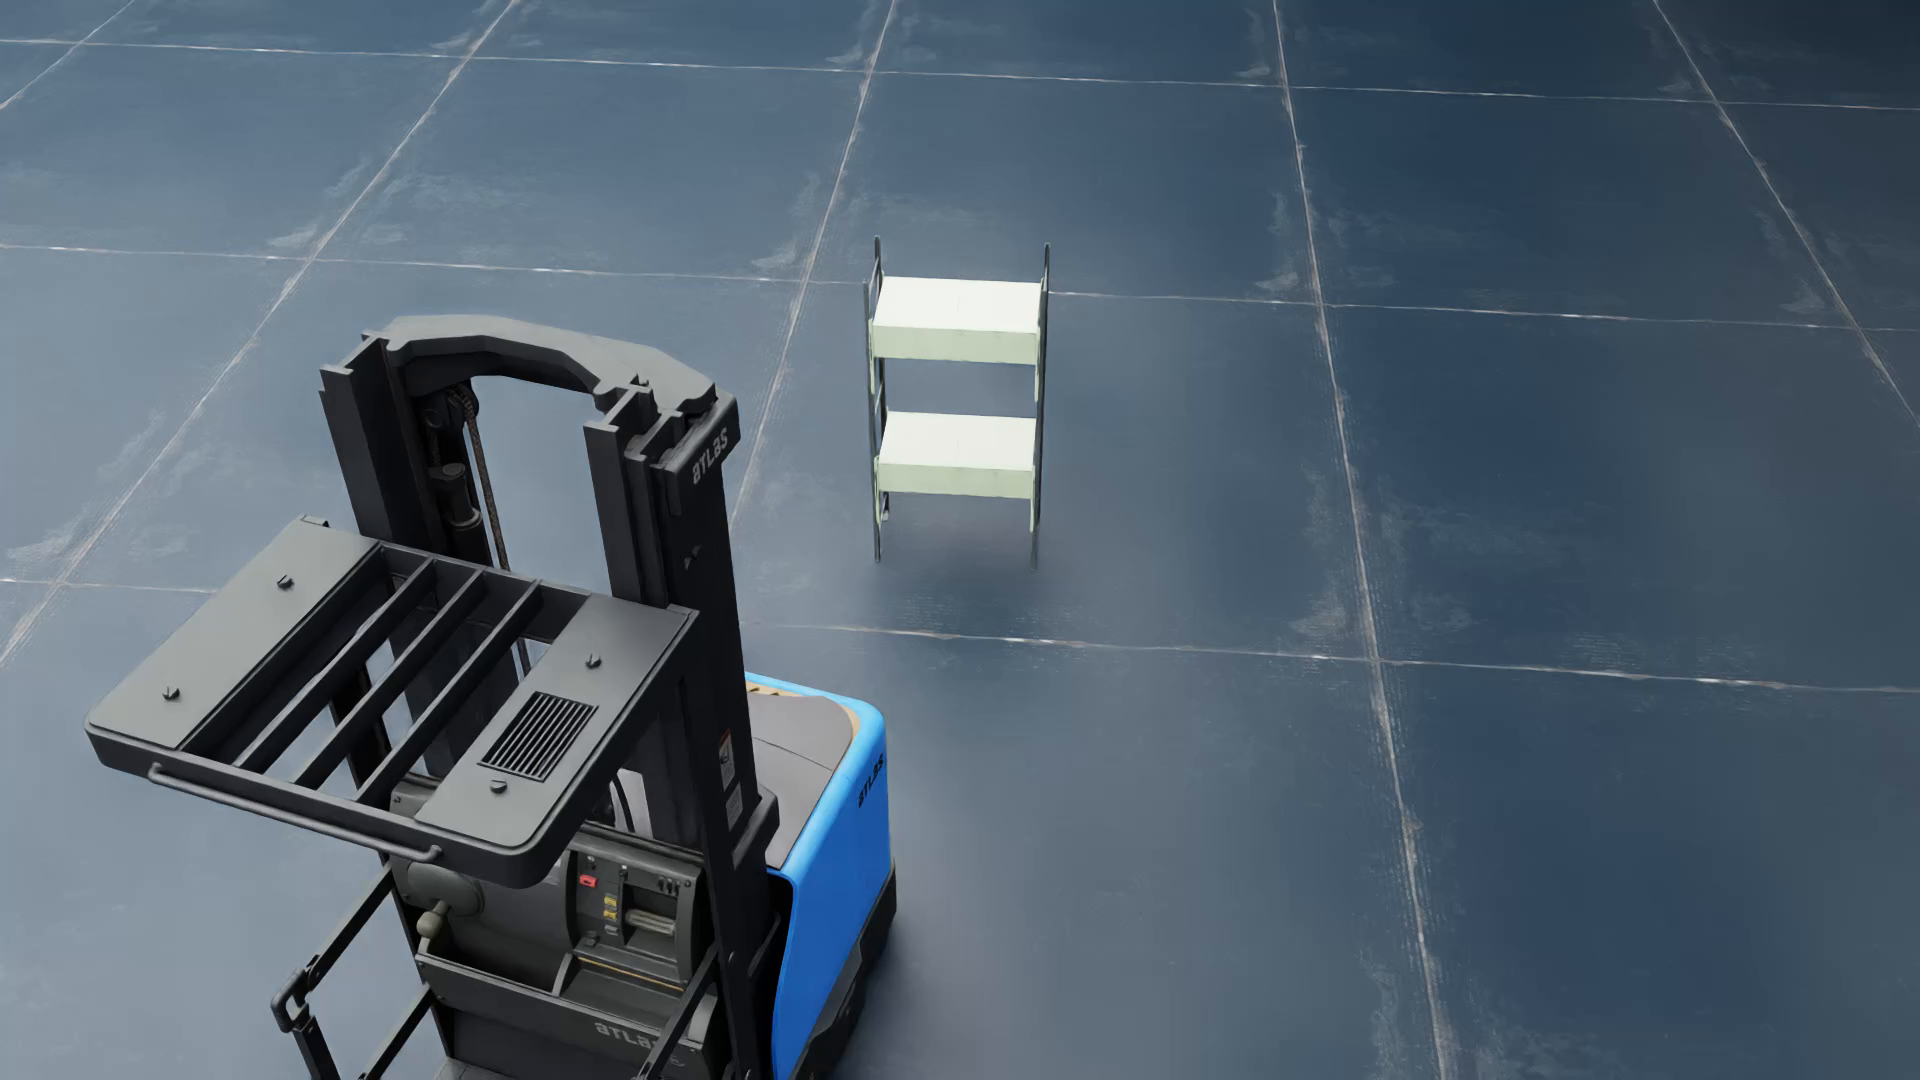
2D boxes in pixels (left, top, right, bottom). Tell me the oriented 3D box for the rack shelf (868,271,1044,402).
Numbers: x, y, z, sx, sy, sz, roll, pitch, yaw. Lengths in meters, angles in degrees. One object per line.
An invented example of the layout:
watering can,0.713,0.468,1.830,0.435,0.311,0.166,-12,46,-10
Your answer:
rack shelf,-0.007,-0.885,7.201,0.720,0.370,0.431,3,39,4

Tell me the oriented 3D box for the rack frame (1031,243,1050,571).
rack frame,0.358,-0.562,7.423,0.023,1.500,0.400,3,39,4

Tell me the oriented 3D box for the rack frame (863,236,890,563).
rack frame,-0.371,-0.602,7.472,0.023,1.500,0.400,3,39,4

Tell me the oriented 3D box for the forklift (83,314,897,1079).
forklift,-1.202,1.026,4.338,1.130,2.935,3.031,12,41,15

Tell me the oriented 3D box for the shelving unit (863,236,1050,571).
shelving unit,-0.007,-0.582,7.447,0.755,1.500,0.431,3,39,4

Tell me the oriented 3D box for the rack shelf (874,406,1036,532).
rack shelf,-0.007,-0.329,7.653,0.720,0.370,0.431,3,39,4
